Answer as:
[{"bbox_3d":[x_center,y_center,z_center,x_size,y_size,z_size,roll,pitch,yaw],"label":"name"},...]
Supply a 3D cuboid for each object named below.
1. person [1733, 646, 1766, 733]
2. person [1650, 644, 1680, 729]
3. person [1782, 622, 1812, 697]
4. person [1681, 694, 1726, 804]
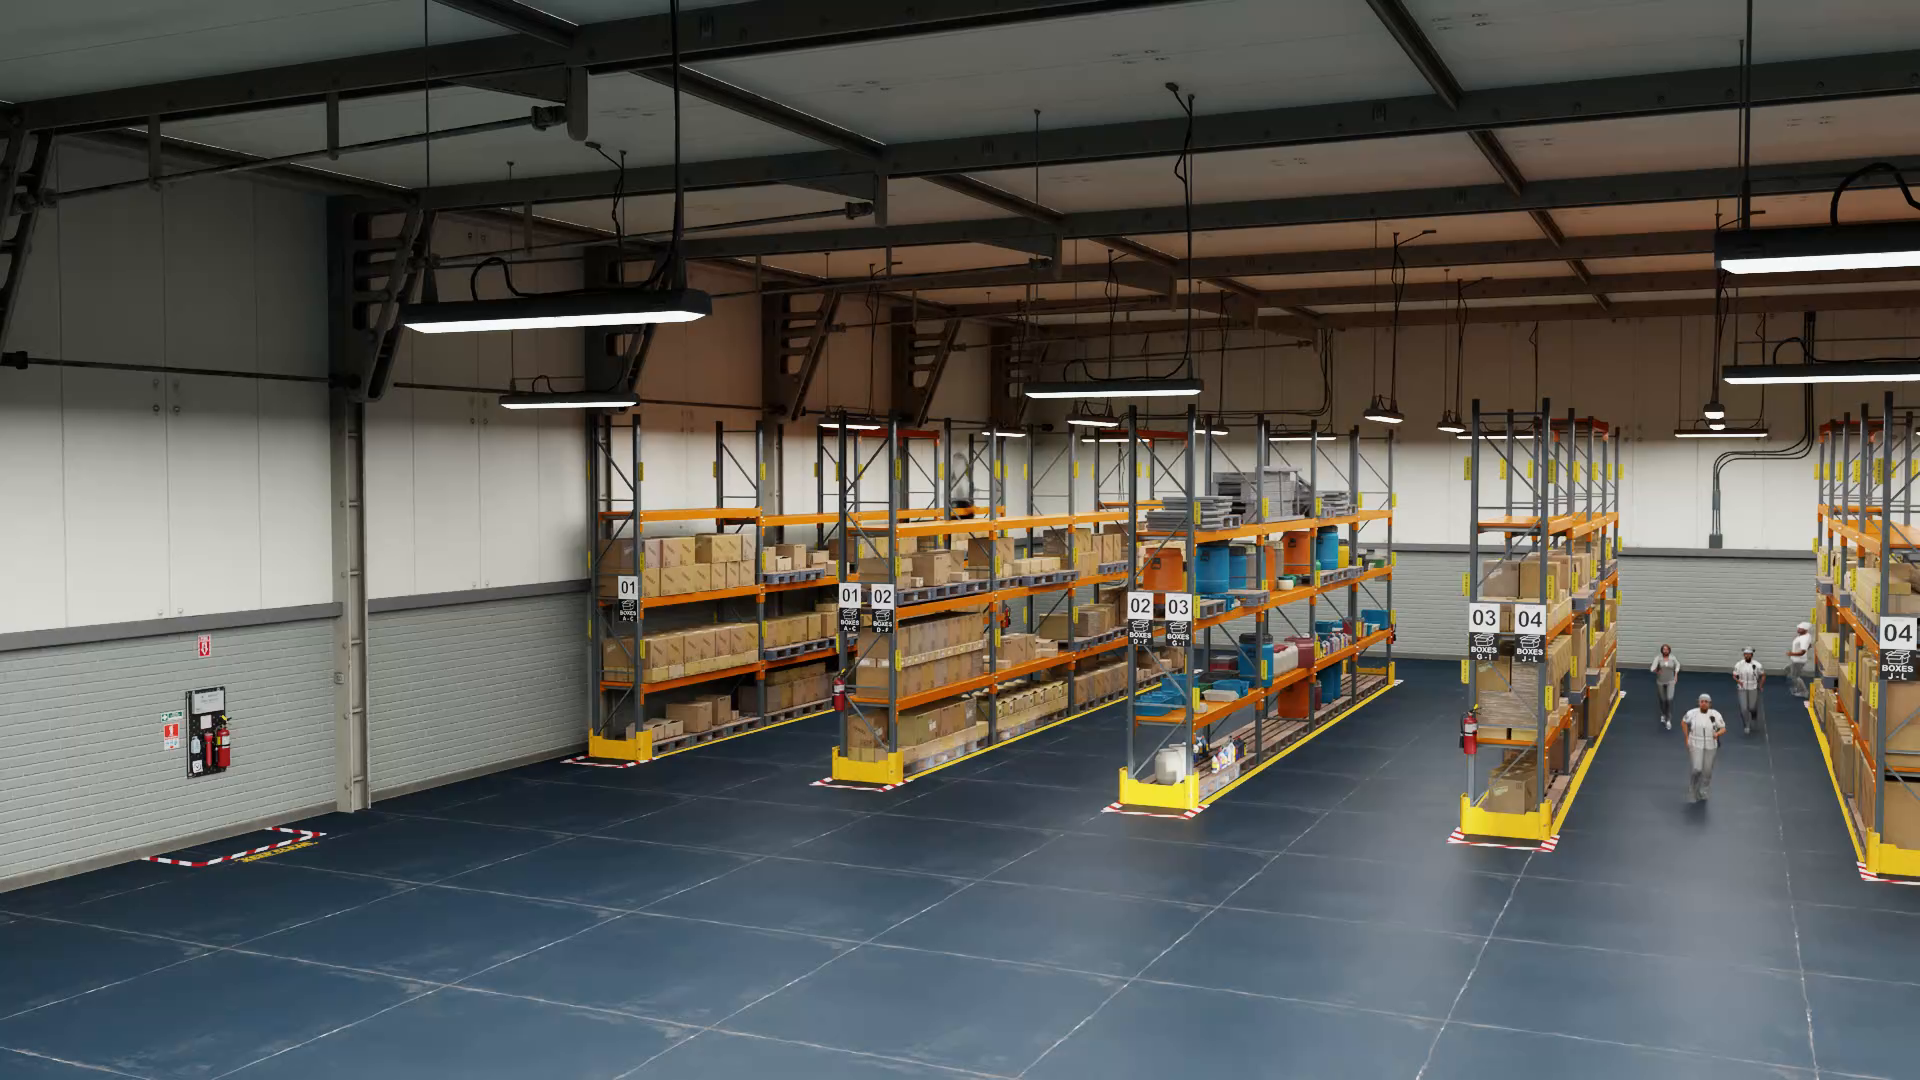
[{"bbox_3d":[15.109,2.868,31.870,0.570,1.661,0.555,1,3,30],"label":"person"},{"bbox_3d":[13.842,2.847,32.663,0.528,1.630,0.743,1,3,25],"label":"person"},{"bbox_3d":[18.478,2.654,36.715,0.581,1.707,0.799,1,3,30],"label":"person"},{"bbox_3d":[11.216,3.150,25.060,0.597,1.680,0.699,1,2,16],"label":"person"}]
